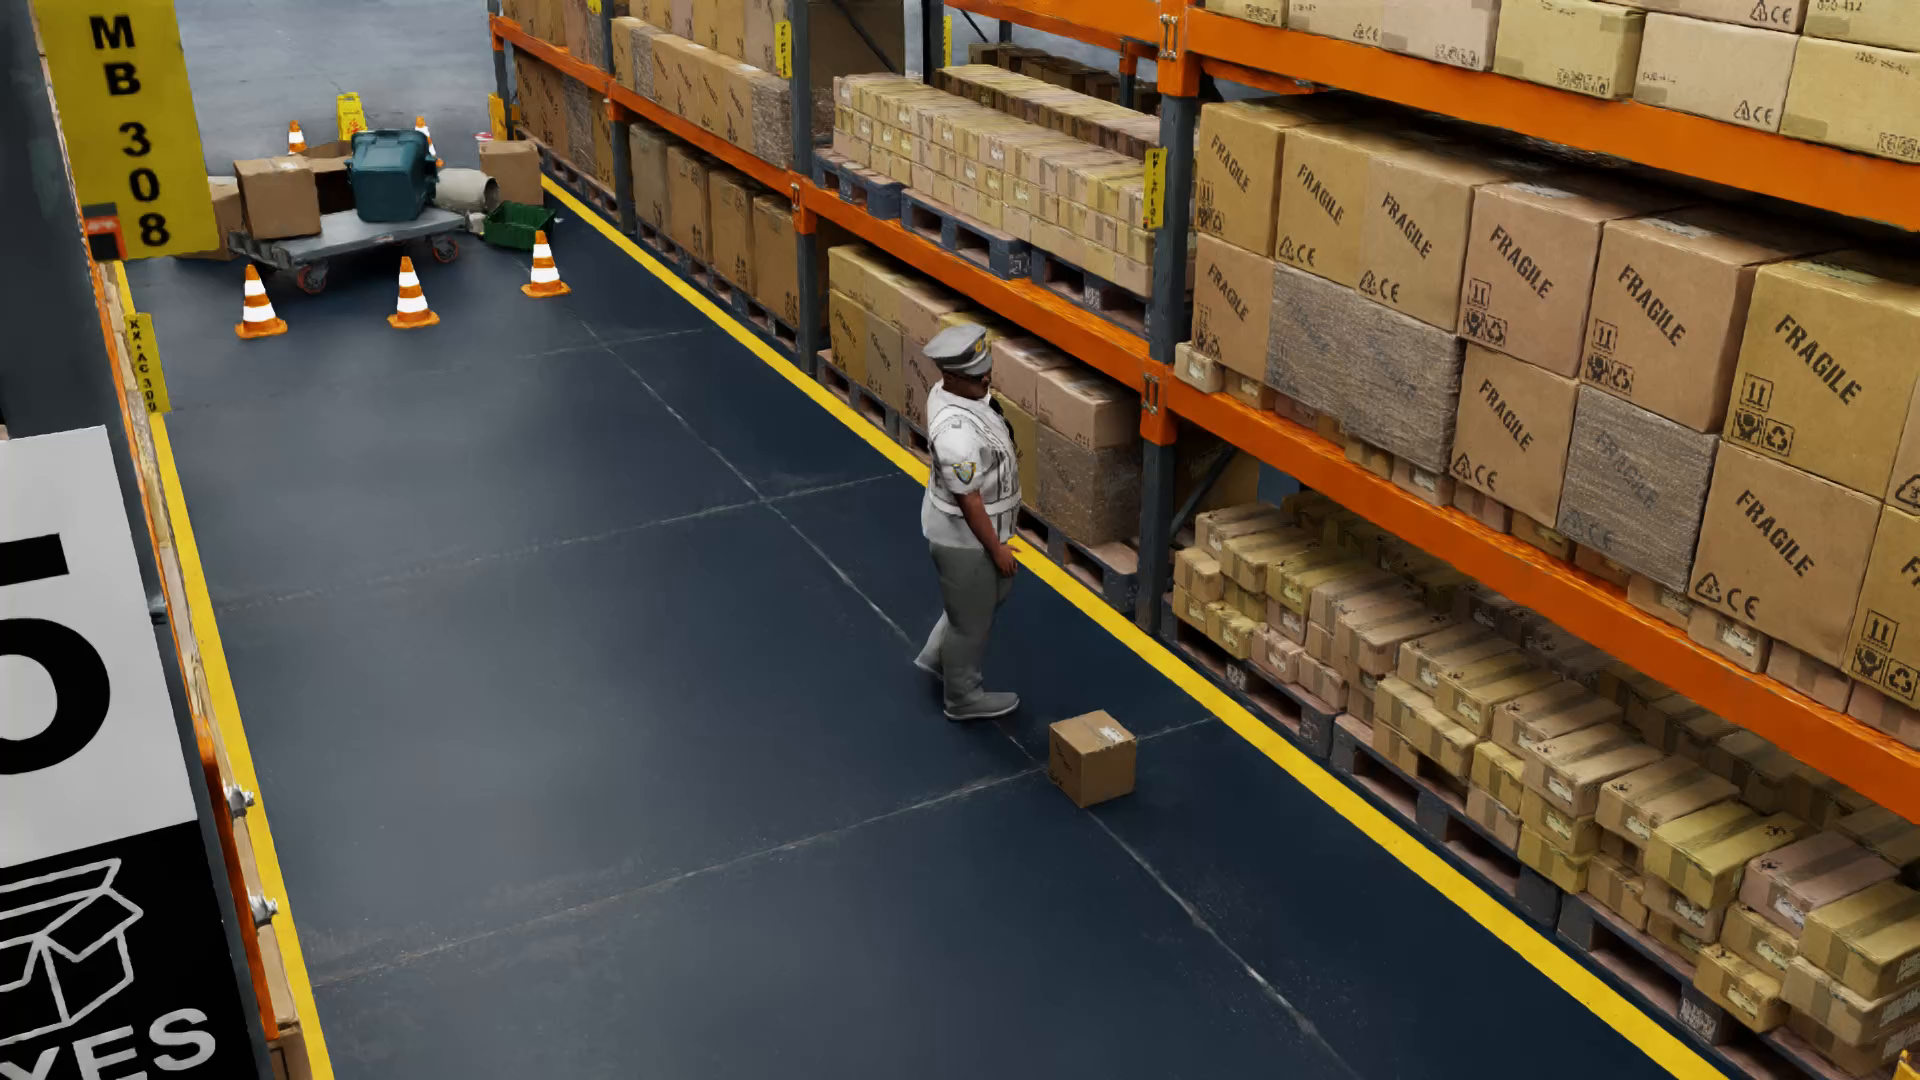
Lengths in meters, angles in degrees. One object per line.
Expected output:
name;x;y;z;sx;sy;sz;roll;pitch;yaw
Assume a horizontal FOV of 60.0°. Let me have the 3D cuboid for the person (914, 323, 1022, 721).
person;0.030;-0.037;6.713;0.447;1.790;0.646;-1;25;-2
